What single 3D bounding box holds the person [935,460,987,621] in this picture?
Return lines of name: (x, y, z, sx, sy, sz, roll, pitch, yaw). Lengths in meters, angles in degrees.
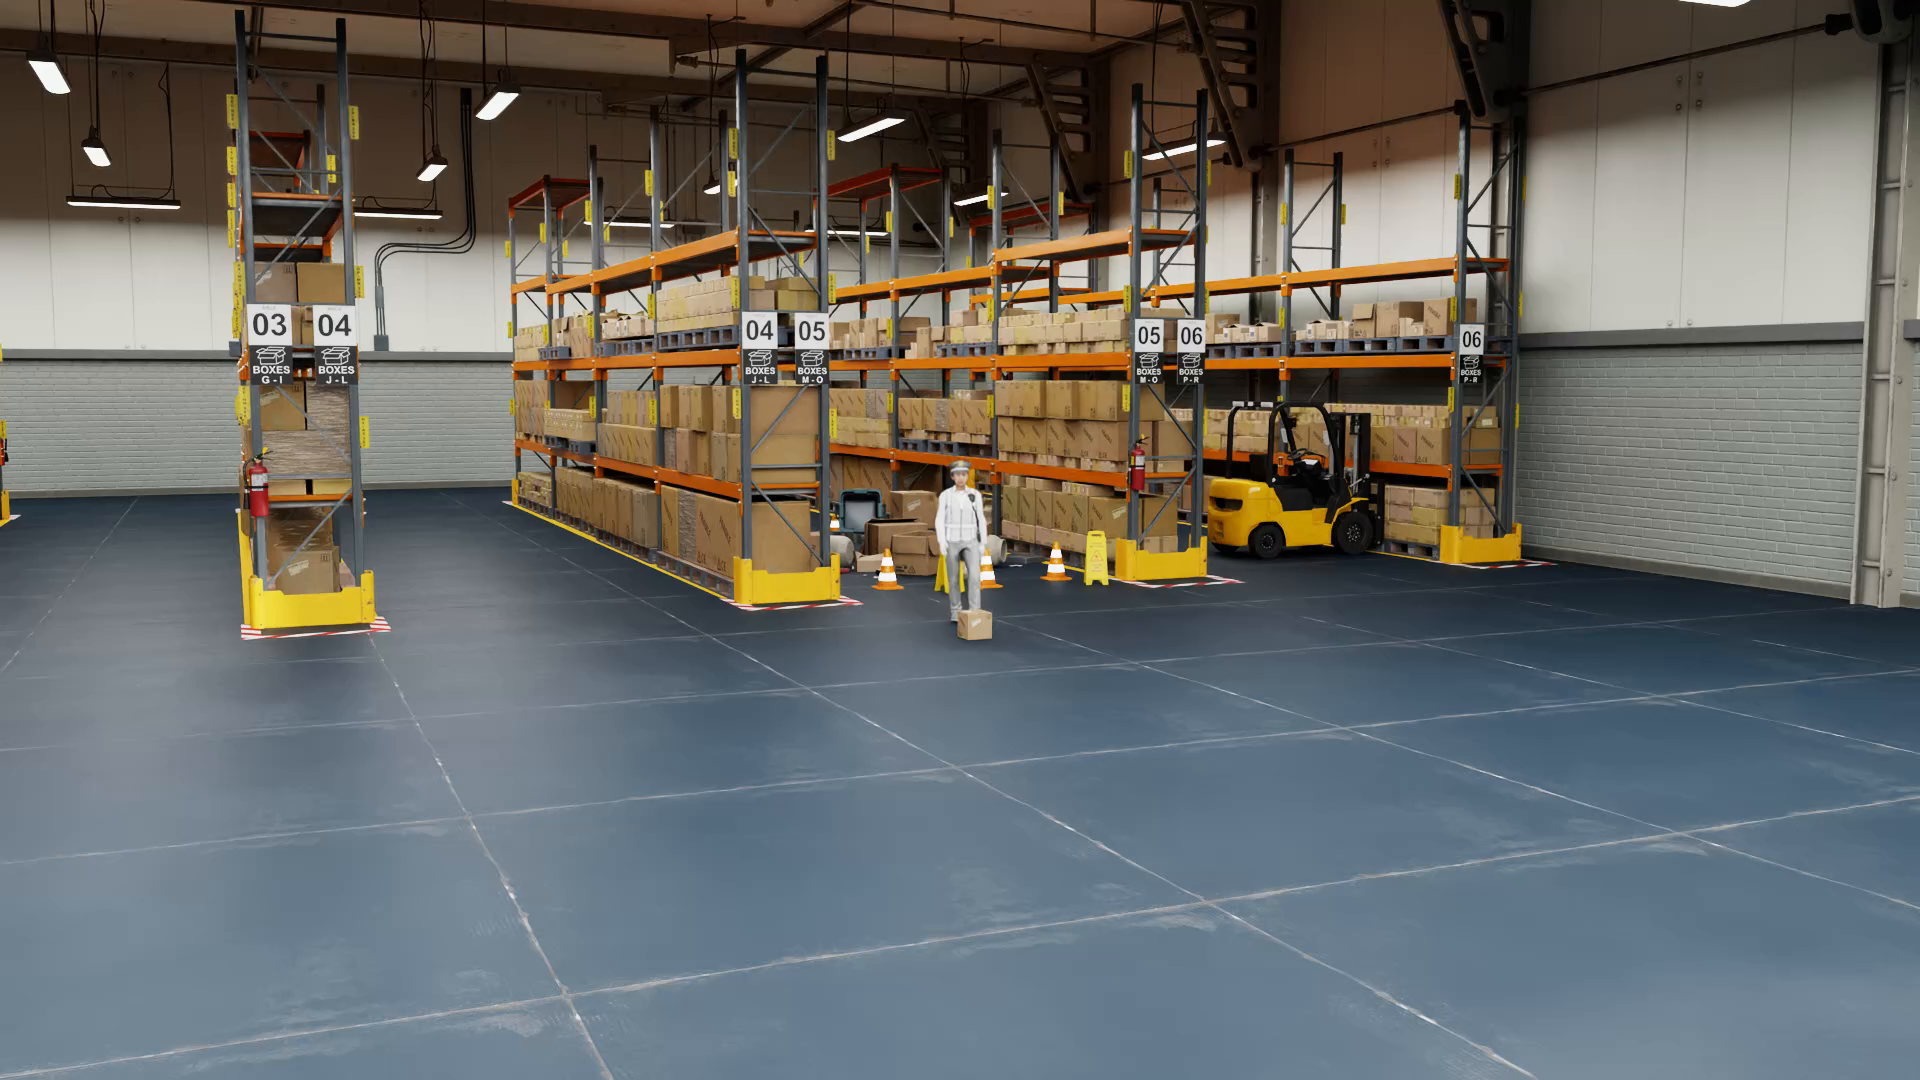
person: (0.013, 0.030, 16.491, 0.522, 1.641, 0.917, 0, 5, 0)
